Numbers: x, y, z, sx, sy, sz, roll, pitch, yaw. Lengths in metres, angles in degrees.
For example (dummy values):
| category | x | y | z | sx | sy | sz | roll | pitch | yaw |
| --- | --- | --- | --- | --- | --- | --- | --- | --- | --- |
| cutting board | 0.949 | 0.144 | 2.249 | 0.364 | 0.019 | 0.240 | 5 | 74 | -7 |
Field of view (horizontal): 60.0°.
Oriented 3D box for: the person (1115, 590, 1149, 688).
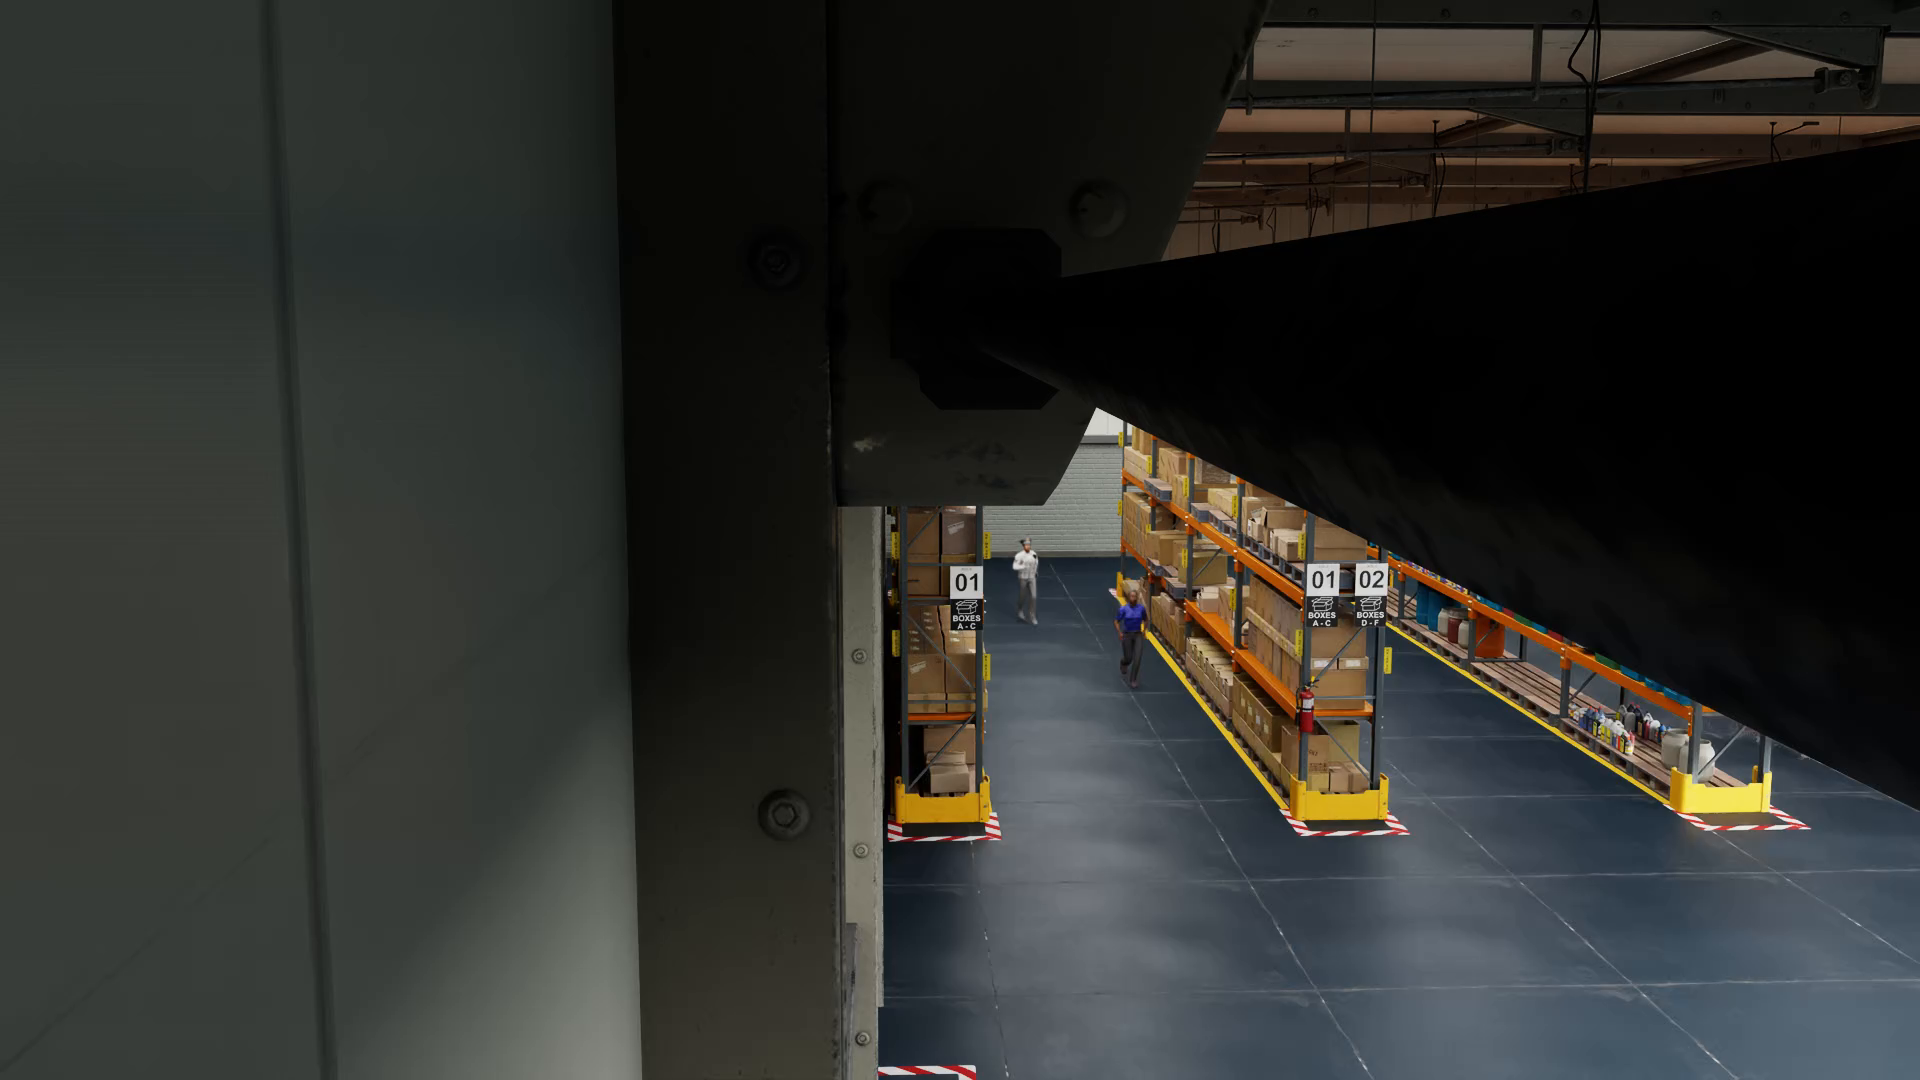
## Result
| category | x | y | z | sx | sy | sz | roll | pitch | yaw |
| --- | --- | --- | --- | --- | --- | --- | --- | --- | --- |
| person | 2.883 | 1.635 | 27.890 | 0.585 | 1.621 | 0.604 | -1 | 8 | -7 |

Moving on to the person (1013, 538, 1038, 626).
| category | x | y | z | sx | sy | sz | roll | pitch | yaw |
| --- | --- | --- | --- | --- | --- | --- | --- | --- | --- |
| person | 1.334 | 0.807 | 33.302 | 0.605 | 1.727 | 0.820 | -2 | 8 | -15 |
